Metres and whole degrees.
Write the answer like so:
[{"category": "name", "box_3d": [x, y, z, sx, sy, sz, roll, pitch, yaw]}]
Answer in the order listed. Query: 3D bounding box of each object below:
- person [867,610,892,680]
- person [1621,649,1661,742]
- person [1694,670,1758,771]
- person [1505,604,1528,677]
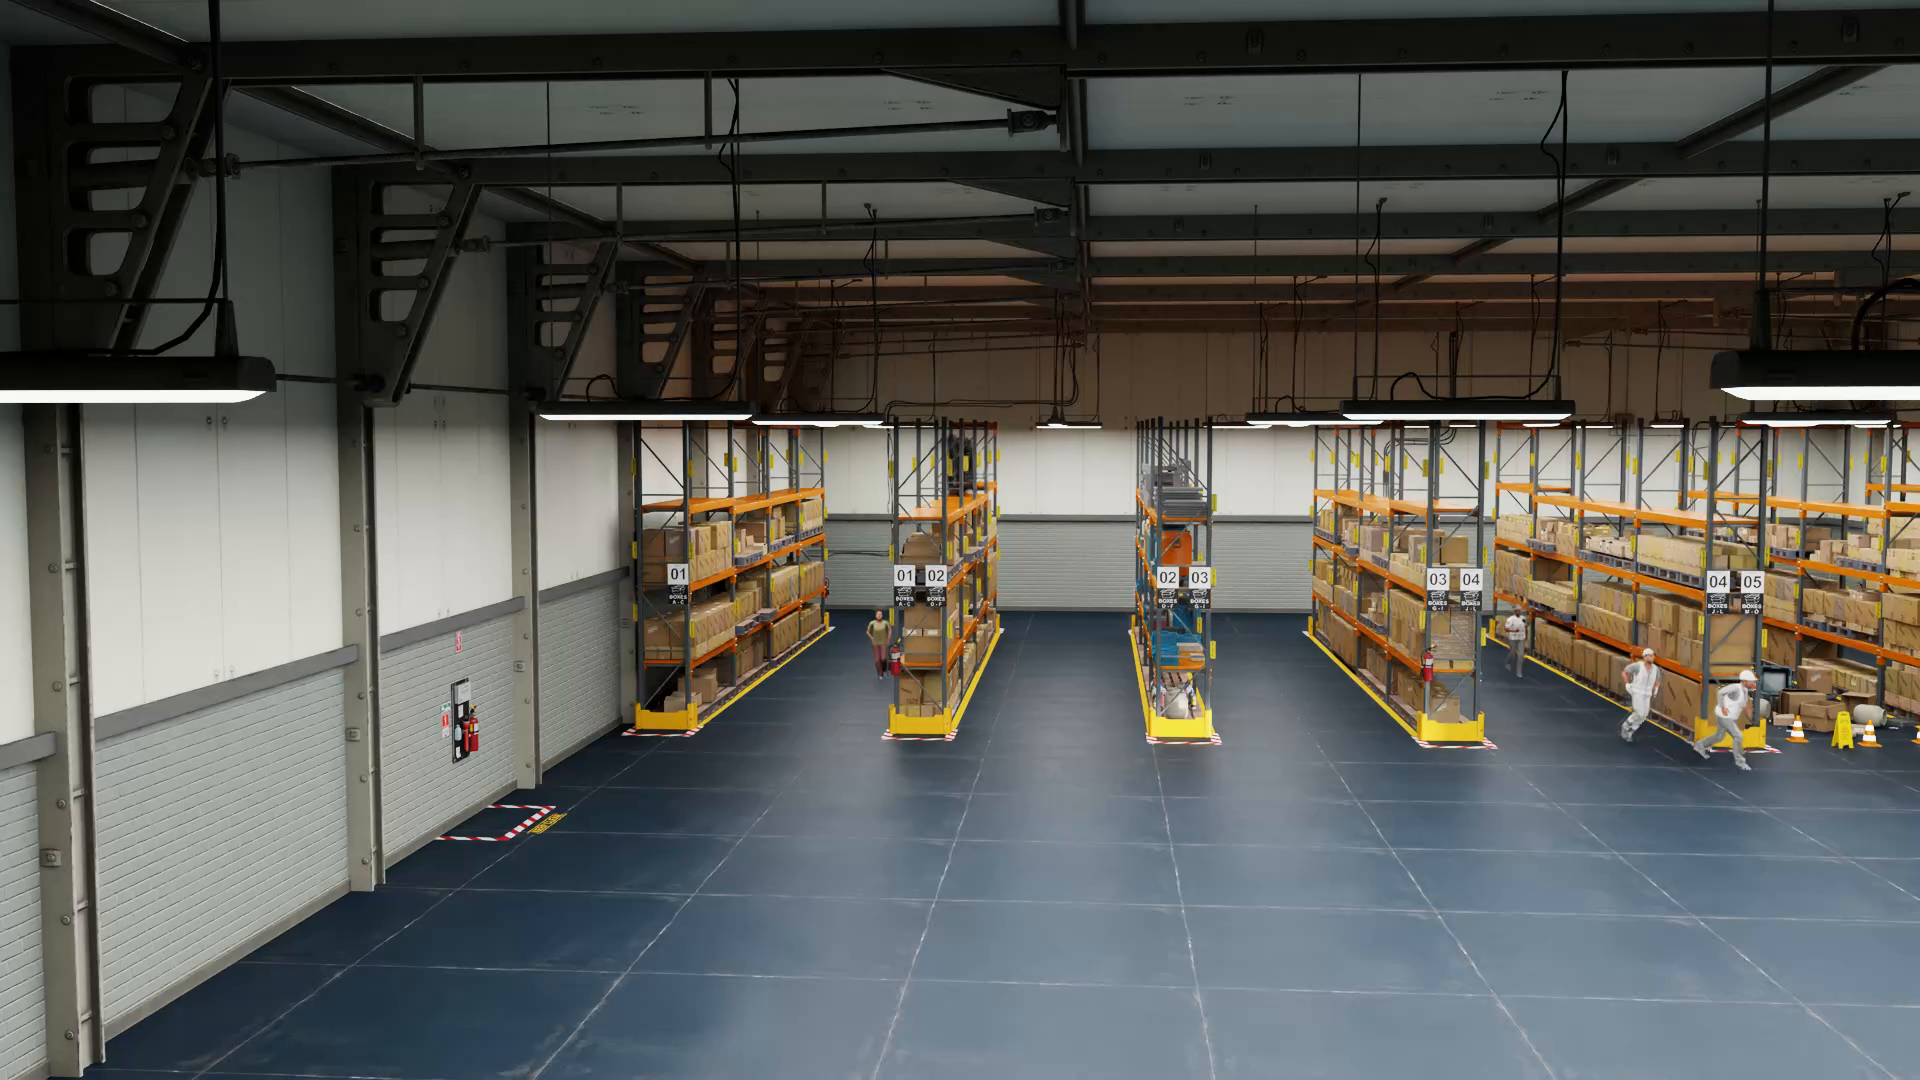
[{"category": "person", "box_3d": [-1.857, 2.446, 38.185, 0.578, 1.553, 0.529, 0, 4, -1]}, {"category": "person", "box_3d": [12.583, 2.859, 30.602, 0.696, 1.729, 0.561, -1, 4, -12]}, {"category": "person", "box_3d": [13.041, 3.046, 28.366, 0.698, 1.732, 1.051, -3, 5, -39]}, {"category": "person", "box_3d": [13.031, 2.330, 38.940, 0.595, 1.676, 0.826, 0, 4, 0]}]
